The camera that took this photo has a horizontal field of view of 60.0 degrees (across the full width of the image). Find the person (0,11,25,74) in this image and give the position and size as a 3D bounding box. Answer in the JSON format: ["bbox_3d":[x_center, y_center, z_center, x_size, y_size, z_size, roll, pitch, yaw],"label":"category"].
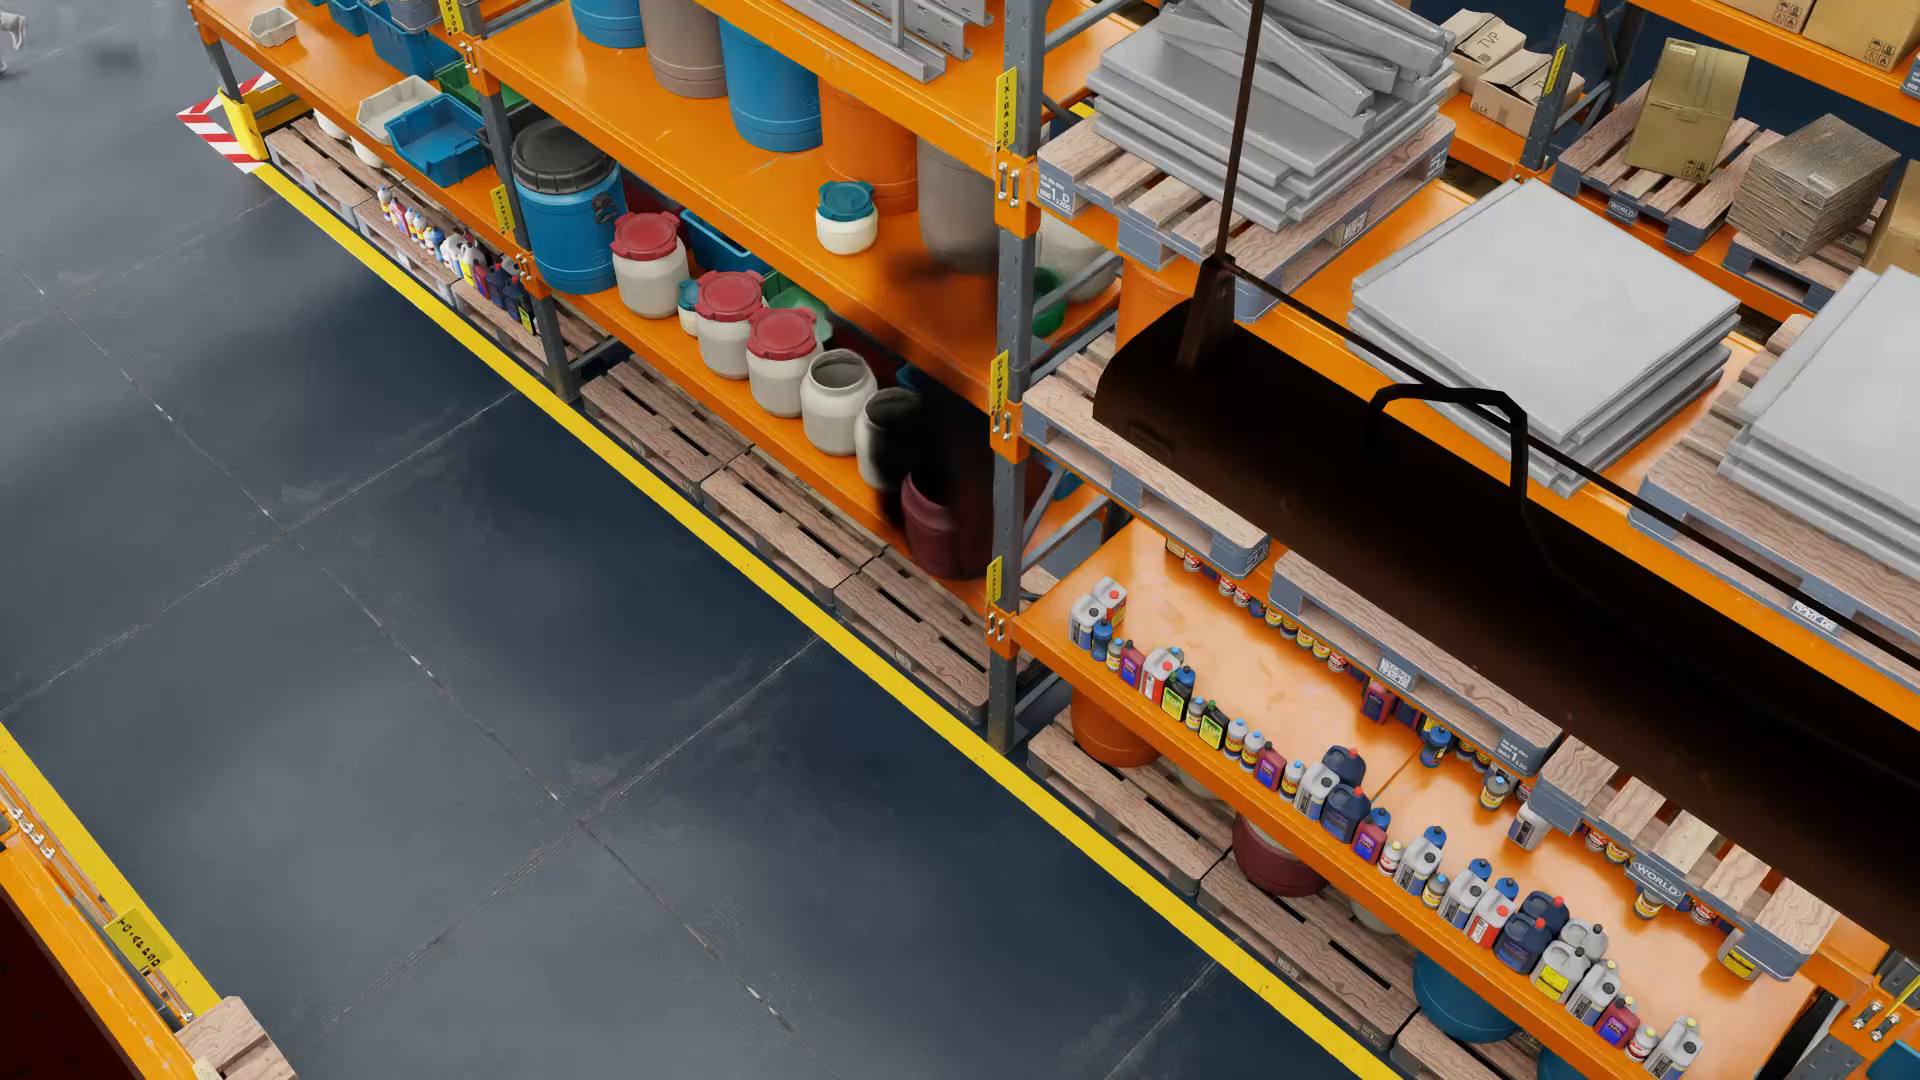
[{"bbox_3d":[-7.860,-4.379,12.933,0.652,1.760,0.655,-10,51,-8],"label":"person"}]
